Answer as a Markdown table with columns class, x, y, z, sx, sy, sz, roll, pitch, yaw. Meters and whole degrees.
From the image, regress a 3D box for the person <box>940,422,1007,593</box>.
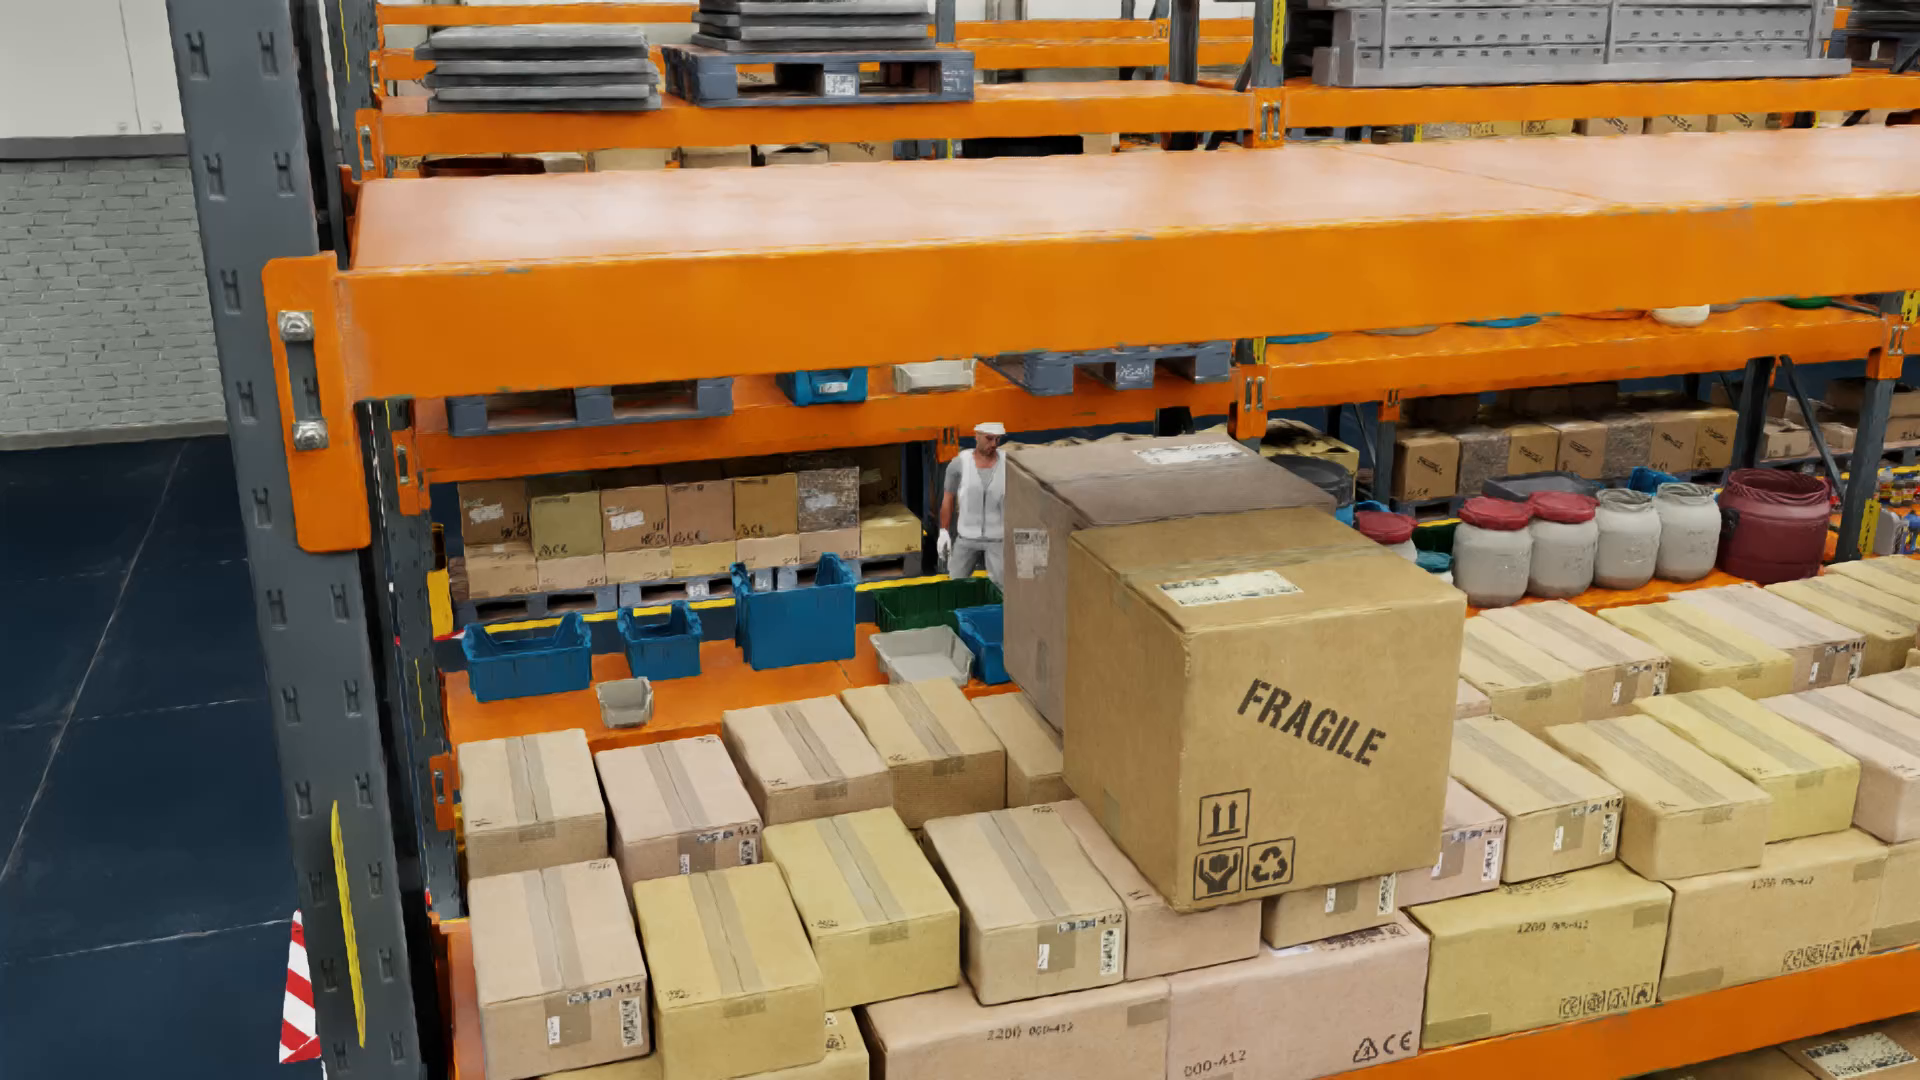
| class | x | y | z | sx | sy | sz | roll | pitch | yaw |
| --- | --- | --- | --- | --- | --- | --- | --- | --- | --- |
| person | 0.067 | -0.041 | 11.656 | 0.701 | 1.792 | 0.489 | 2 | 19 | 5 |
